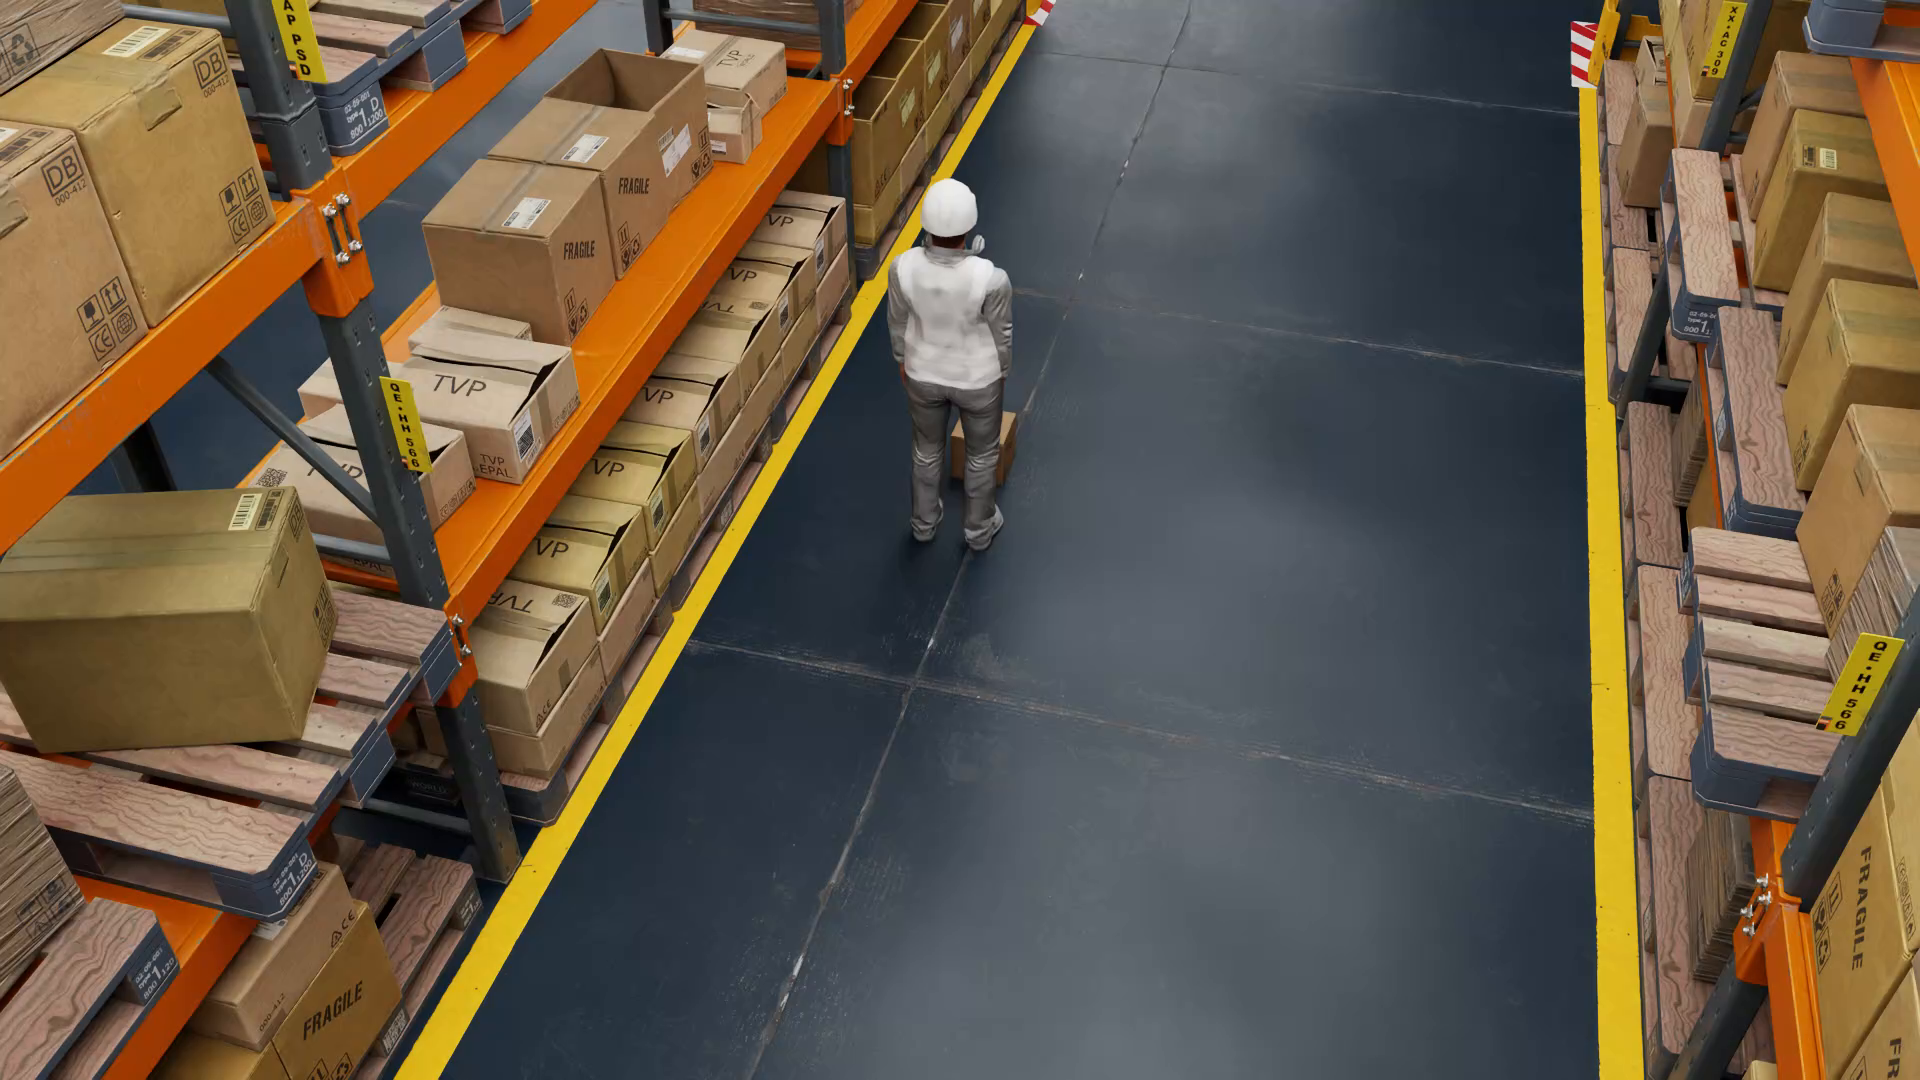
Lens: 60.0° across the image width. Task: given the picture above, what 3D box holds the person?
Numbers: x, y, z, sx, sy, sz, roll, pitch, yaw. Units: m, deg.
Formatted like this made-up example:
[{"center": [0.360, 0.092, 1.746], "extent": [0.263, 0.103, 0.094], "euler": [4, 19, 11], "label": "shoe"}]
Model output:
[{"center": [-0.035, -0.720, 6.982], "extent": [0.532, 1.775, 0.358], "euler": [11, 42, 12], "label": "person"}]
